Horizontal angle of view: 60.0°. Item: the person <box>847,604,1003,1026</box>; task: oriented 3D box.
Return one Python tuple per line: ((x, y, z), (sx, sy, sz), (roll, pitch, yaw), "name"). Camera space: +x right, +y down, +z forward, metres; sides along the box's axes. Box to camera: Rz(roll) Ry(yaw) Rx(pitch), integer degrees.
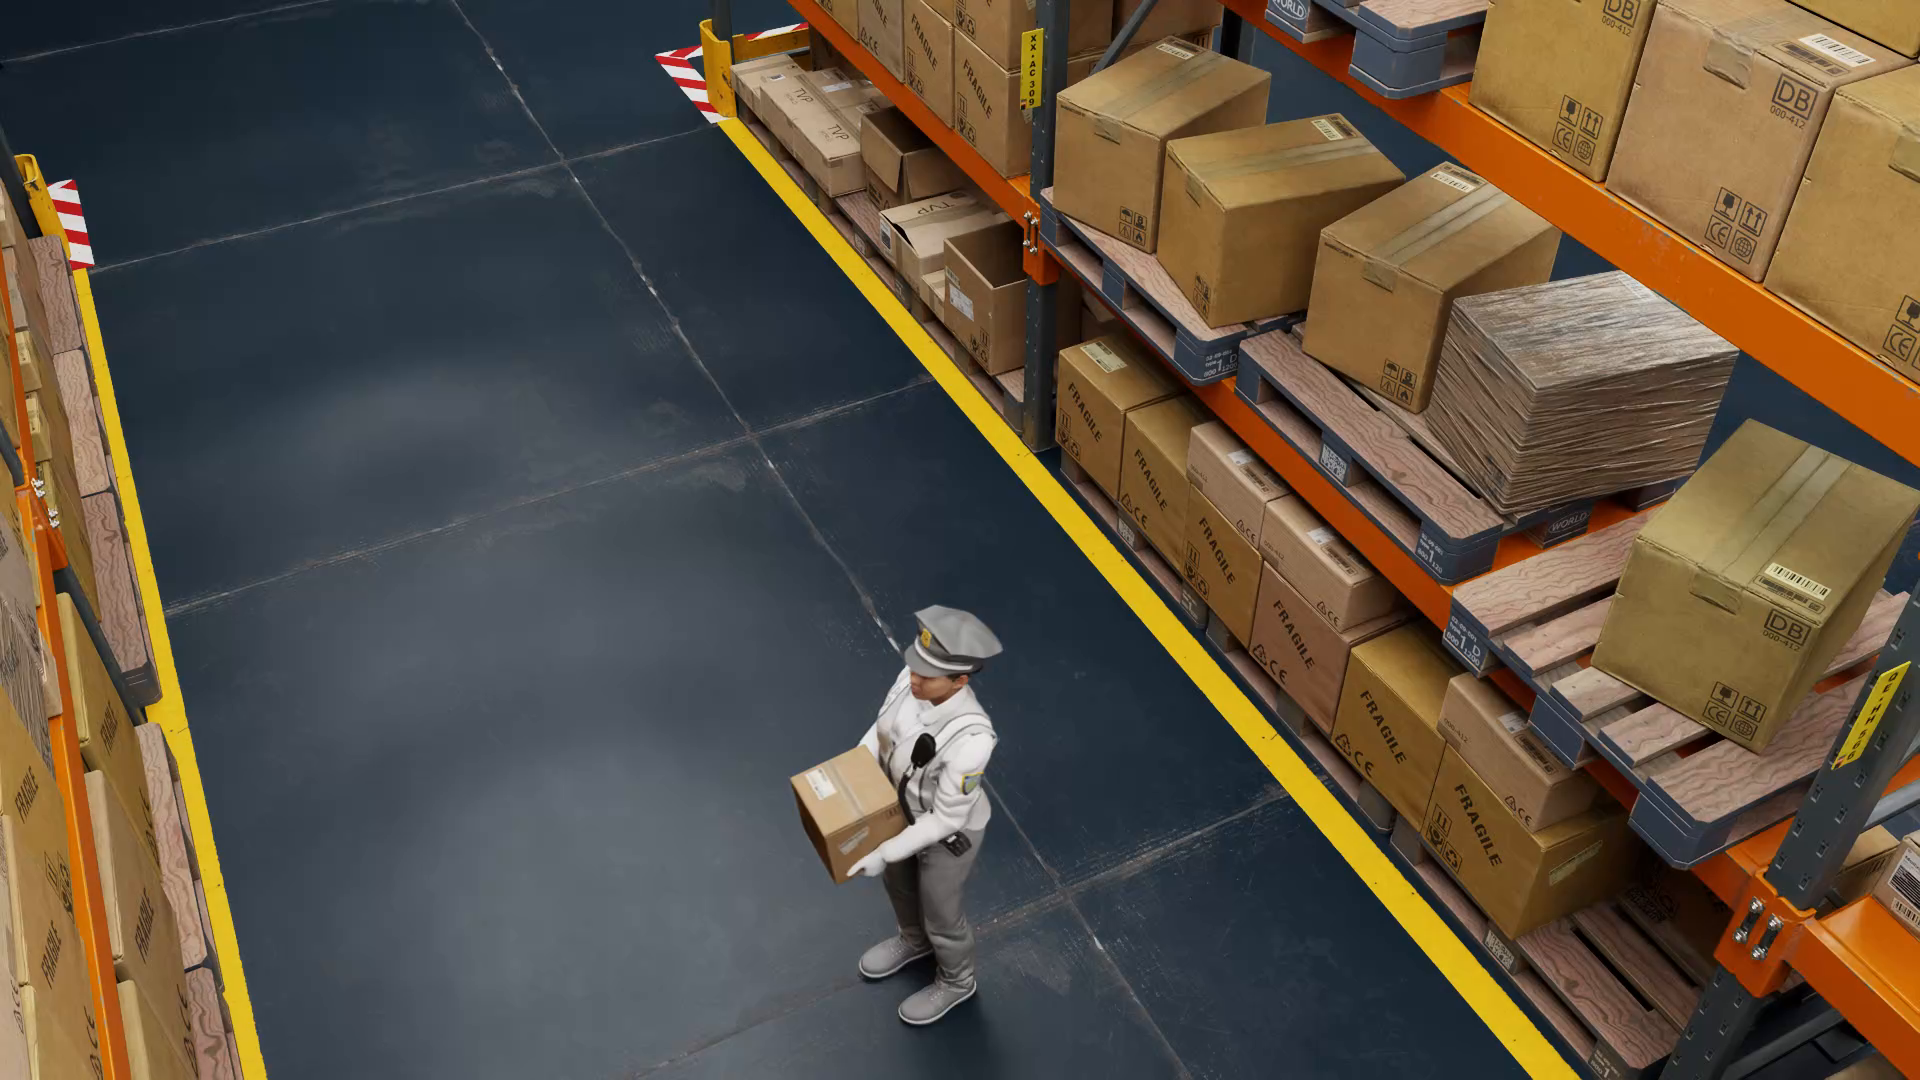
((-0.152, 0.882, 5.140), (0.550, 1.690, 0.469), (-19, 45, -20), "person")
